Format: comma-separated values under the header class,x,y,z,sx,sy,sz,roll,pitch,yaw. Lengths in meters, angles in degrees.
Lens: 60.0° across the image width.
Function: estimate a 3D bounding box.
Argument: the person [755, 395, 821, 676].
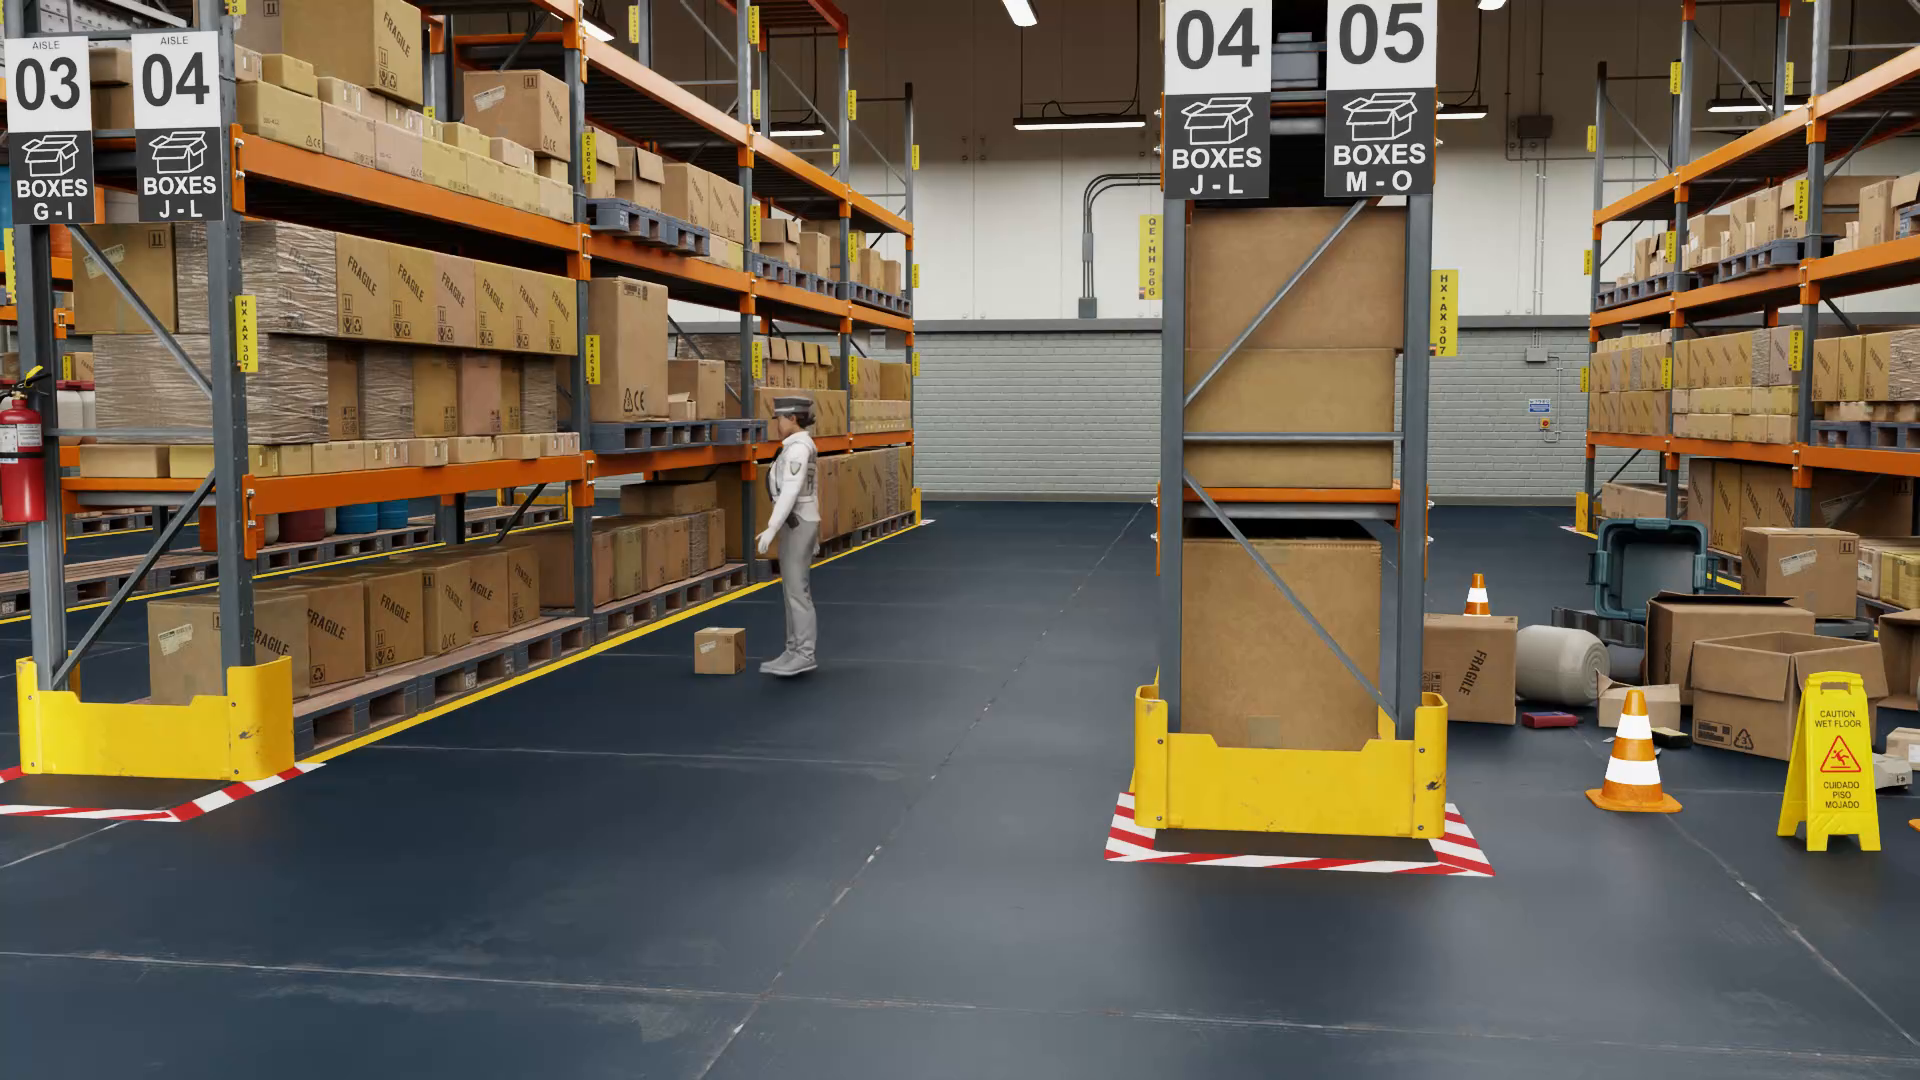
class,x,y,z,sx,sy,sz,roll,pitch,yaw
person,-1.029,-0.029,10.044,0.384,1.690,0.570,0,5,-2
